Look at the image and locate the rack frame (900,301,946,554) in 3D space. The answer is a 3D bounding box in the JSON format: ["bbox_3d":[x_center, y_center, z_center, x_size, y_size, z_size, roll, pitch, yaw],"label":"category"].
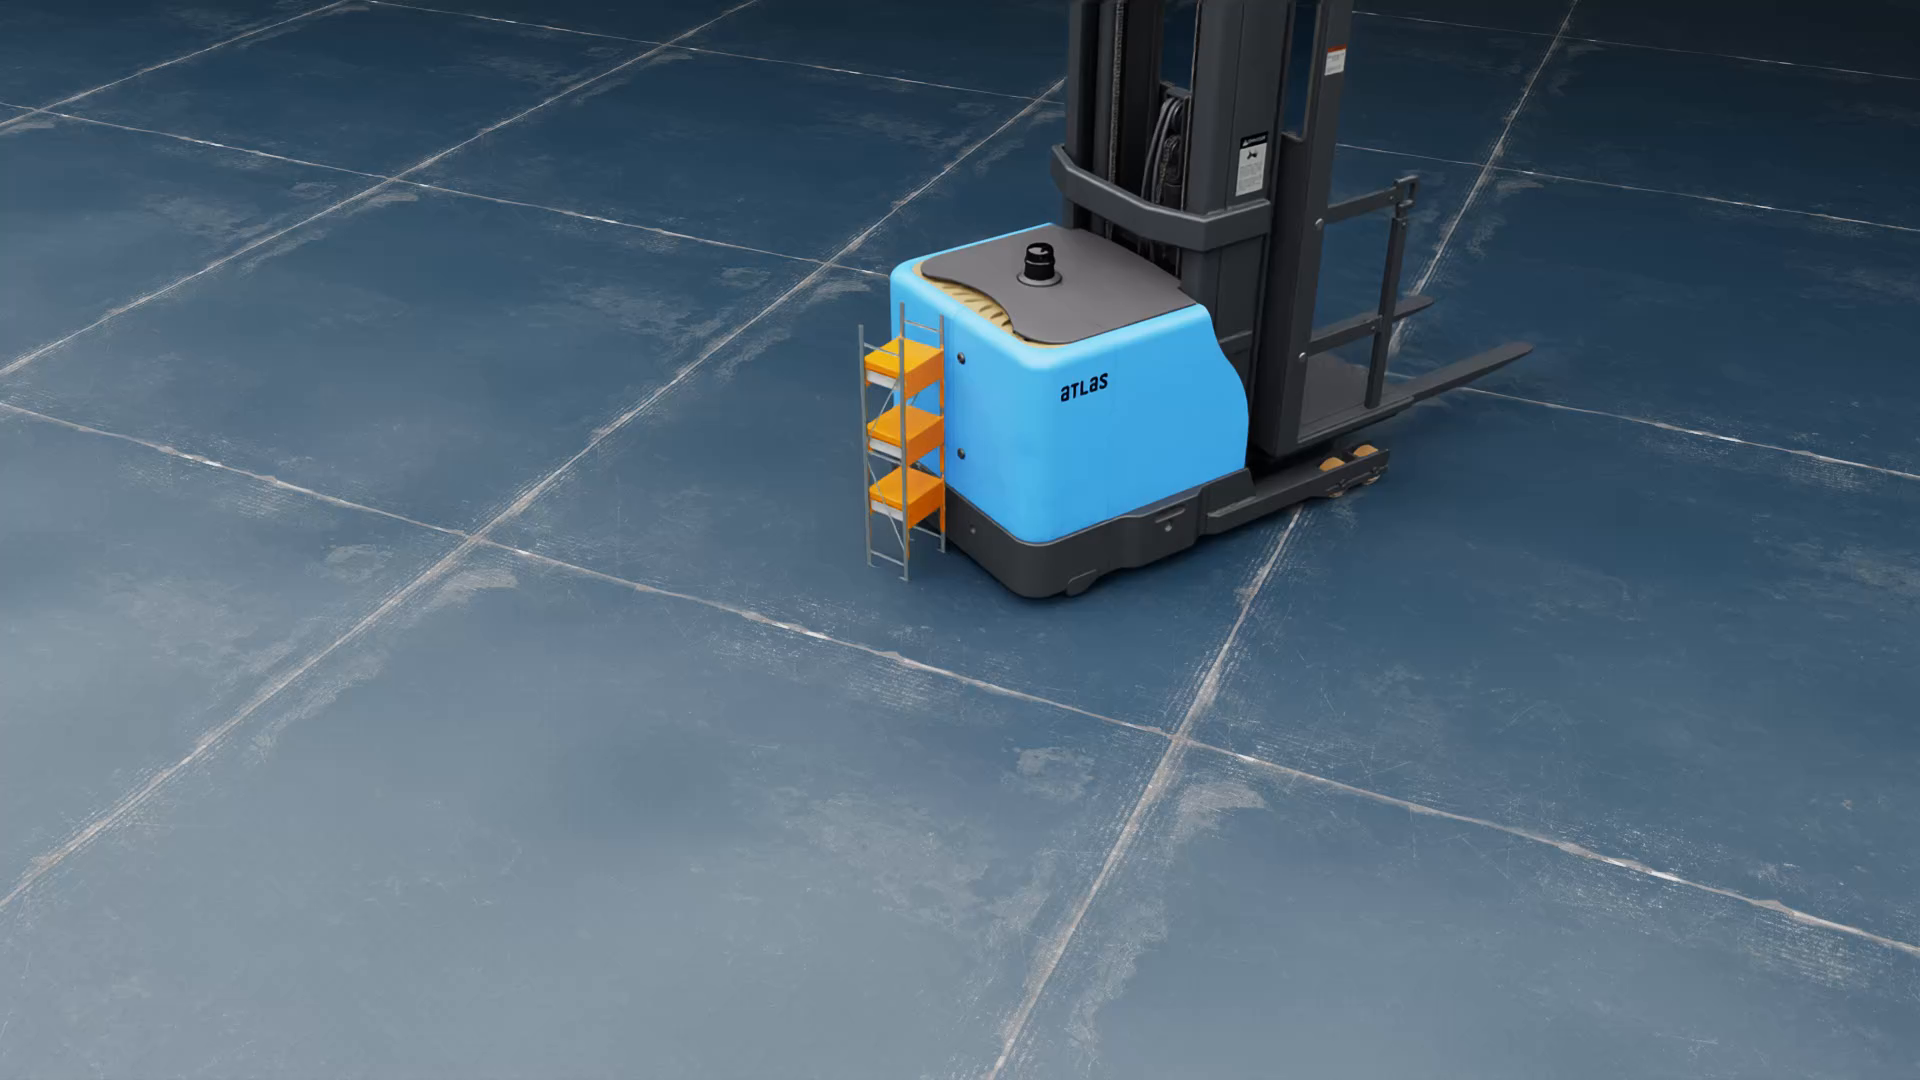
[{"bbox_3d":[-0.141,-0.417,6.428,0.200,1.050,0.008,22,39,29],"label":"rack frame"}]

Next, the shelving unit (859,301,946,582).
[{"bbox_3d":[-0.213,-0.362,6.345,0.215,1.050,0.252,22,39,29],"label":"shelving unit"}]

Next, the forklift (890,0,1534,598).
[{"bbox_3d":[1.224,-1.624,6.554,3.031,2.935,1.130,-20,38,-28],"label":"forklift"}]

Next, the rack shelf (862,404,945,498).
[{"bbox_3d":[-0.213,-0.354,6.351,0.215,0.259,0.240,22,39,29],"label":"rack shelf"}]

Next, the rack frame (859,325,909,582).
[{"bbox_3d":[-0.284,-0.308,6.262,0.200,1.050,0.008,22,39,29],"label":"rack frame"}]

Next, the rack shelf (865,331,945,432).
[{"bbox_3d":[-0.213,-0.591,6.195,0.215,0.259,0.240,22,39,29],"label":"rack shelf"}]

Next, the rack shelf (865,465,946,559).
[{"bbox_3d":[-0.213,-0.121,6.503,0.215,0.259,0.240,22,39,29],"label":"rack shelf"}]
